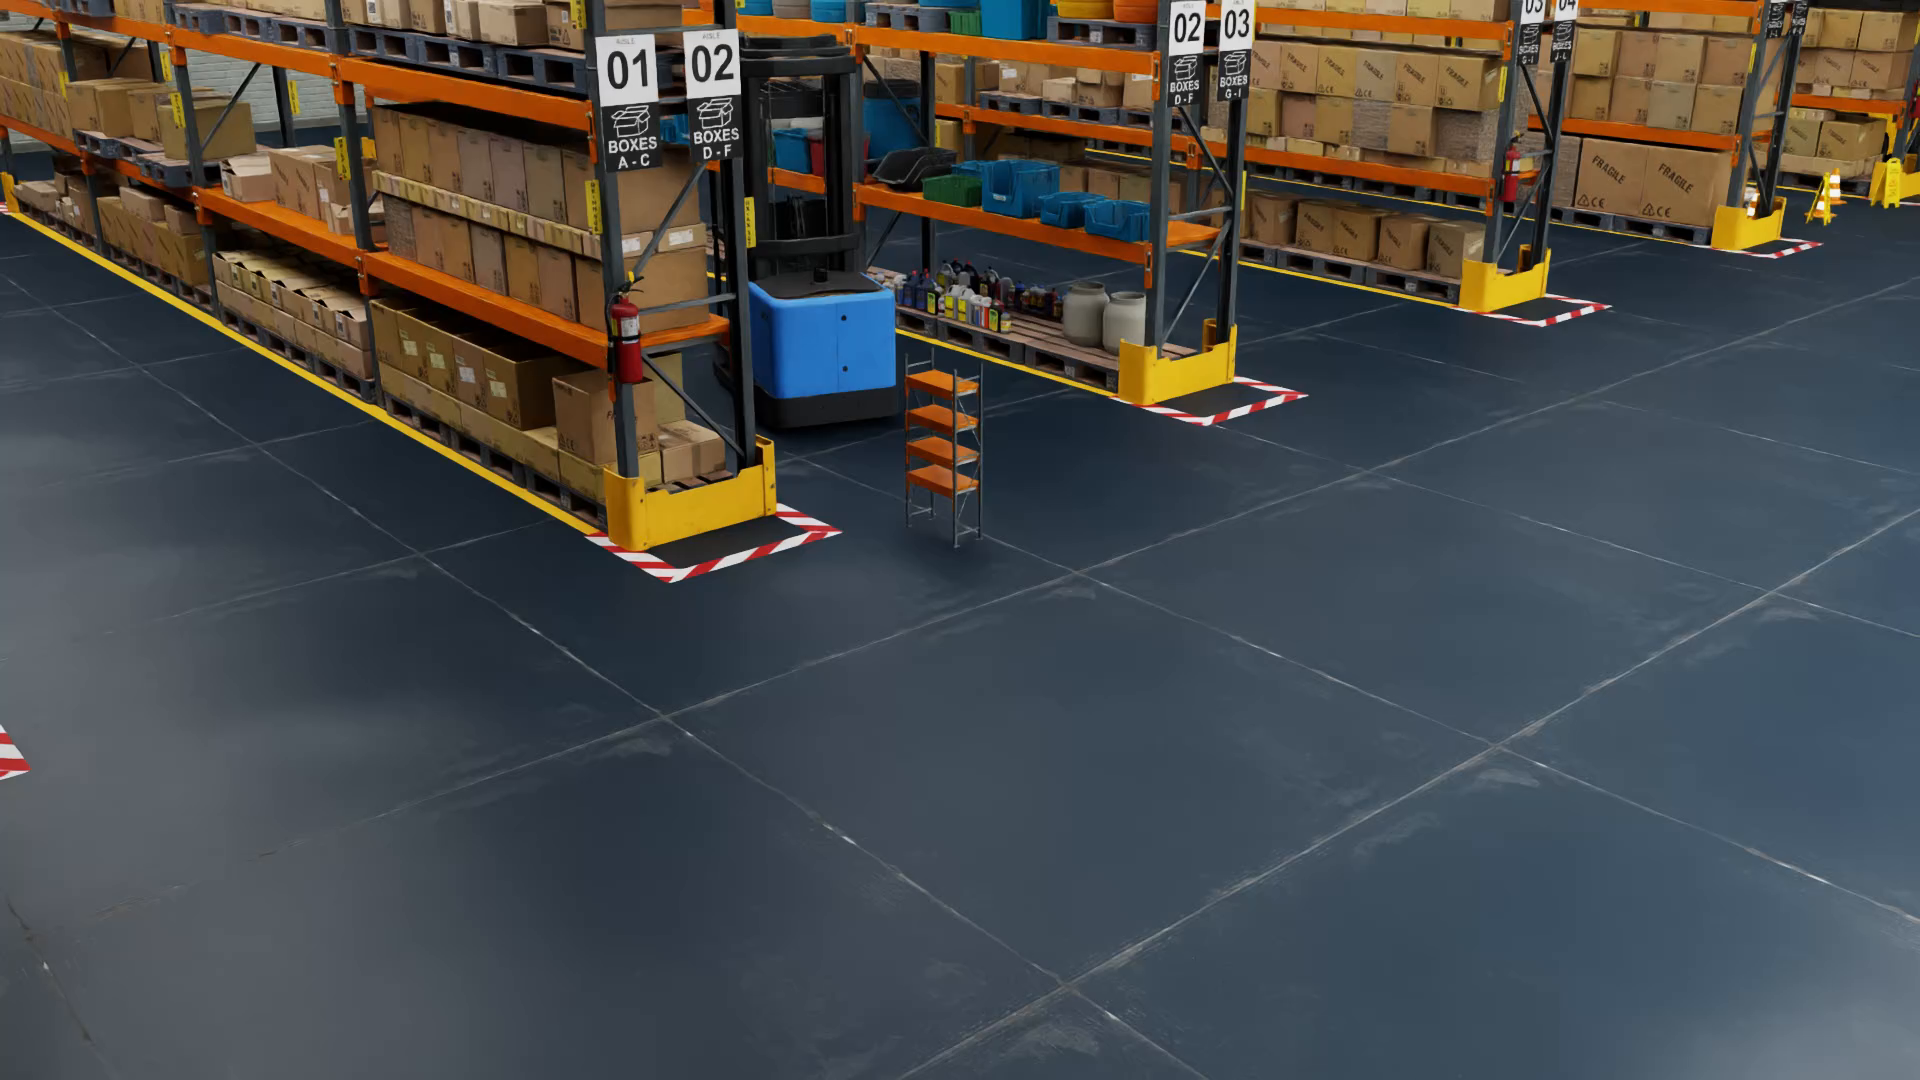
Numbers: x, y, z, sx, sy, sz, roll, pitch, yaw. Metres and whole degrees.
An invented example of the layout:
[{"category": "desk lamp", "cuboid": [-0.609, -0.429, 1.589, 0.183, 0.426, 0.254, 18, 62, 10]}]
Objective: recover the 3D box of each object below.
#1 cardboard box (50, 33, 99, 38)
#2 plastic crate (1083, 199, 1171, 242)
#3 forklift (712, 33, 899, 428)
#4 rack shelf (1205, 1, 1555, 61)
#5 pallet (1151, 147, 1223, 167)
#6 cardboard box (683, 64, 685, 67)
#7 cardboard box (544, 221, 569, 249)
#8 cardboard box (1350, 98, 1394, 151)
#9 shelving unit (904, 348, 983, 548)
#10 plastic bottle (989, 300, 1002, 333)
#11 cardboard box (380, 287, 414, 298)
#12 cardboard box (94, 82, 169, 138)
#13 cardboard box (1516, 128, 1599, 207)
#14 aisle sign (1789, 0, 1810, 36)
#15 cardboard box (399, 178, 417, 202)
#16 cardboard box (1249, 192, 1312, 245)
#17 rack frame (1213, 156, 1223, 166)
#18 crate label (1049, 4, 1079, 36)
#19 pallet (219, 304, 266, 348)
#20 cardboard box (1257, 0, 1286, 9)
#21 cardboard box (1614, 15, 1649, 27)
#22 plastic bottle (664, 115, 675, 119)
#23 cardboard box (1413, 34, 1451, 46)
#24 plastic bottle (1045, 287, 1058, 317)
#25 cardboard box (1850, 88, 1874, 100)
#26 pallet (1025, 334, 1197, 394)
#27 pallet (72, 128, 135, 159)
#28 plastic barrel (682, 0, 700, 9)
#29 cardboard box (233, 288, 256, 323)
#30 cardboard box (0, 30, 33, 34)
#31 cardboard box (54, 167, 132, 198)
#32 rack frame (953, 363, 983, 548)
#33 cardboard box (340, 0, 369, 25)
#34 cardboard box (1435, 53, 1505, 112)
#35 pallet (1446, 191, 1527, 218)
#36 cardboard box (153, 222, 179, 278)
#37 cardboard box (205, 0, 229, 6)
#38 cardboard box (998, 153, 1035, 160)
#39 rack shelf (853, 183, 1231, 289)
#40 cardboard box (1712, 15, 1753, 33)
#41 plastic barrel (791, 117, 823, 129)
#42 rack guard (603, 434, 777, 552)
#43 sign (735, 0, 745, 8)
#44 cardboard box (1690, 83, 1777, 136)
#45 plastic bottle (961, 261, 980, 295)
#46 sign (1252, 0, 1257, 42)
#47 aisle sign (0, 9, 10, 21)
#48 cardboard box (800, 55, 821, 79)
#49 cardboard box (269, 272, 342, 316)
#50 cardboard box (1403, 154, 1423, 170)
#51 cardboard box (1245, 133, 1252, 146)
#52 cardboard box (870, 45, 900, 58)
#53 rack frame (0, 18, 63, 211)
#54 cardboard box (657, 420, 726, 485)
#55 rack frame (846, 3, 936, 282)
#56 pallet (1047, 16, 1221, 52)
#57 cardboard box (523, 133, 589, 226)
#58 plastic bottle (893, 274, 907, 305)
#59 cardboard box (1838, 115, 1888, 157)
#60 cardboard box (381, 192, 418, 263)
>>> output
[{"category": "cardboard box", "cuboid": [-11.081, -6.097, 20.931, 0.500, 0.500, 0.500, -17, 27, -36]}, {"category": "plastic crate", "cuboid": [1.393, -2.680, 13.917, 0.499, 0.251, 0.616, -17, 27, -37]}, {"category": "forklift", "cuboid": [-1.514, -2.744, 13.971, 1.130, 2.935, 3.031, -8, 23, -20]}, {"category": "rack shelf", "cuboid": [4.394, -5.475, 17.724, 1.077, 0.370, 4.000, -17, 27, -37]}, {"category": "pallet", "cuboid": [3.792, -6.142, 26.376, 1.003, 0.211, 1.213, -17, 27, -37]}, {"category": "cardboard box", "cuboid": [-4.427, -7.847, 27.250, 0.380, 0.149, 0.250, -18, 28, -39]}, {"category": "cardboard box", "cuboid": [-2.541, -2.055, 11.092, 0.380, 0.149, 0.250, -18, 28, -38]}, {"category": "cardboard box", "cuboid": [4.650, -4.463, 17.720, 0.875, 0.500, 0.500, -17, 27, -37]}, {"category": "shelving unit", "cuboid": [-0.108, -0.604, 10.882, 0.258, 1.200, 0.503, -17, 27, -37]}, {"category": "plastic bottle", "cuboid": [0.326, -2.053, 15.234, 0.061, 0.283, 0.133, -17, 27, -36]}, {"category": "cardboard box", "cuboid": [-4.823, -2.098, 14.654, 0.500, 0.311, 0.500, -18, 28, -38]}, {"category": "cardboard box", "cuboid": [-9.004, -4.702, 18.164, 0.700, 0.500, 0.500, -13, 25, -29]}, {"category": "cardboard box", "cuboid": [7.860, -4.887, 21.685, 0.875, 0.875, 0.875, -17, 27, -37]}, {"category": "aisle sign", "cuboid": [9.796, -6.276, 19.330, 0.394, 0.787, 0.004, -17, 27, -37]}, {"category": "cardboard box", "cuboid": [-4.057, -2.697, 12.730, 0.380, 0.149, 0.250, -18, 28, -39]}, {"category": "cardboard box", "cuboid": [3.698, -3.721, 19.224, 0.500, 0.500, 0.500, -9, 23, -21]}, {"category": "rack frame", "cuboid": [4.301, -7.224, 25.315, 1.000, 3.000, 0.127, -17, 27, -37]}, {"category": "crate label", "cuboid": [0.975, -4.605, 14.720, 0.502, 0.251, 0.408, -17, 27, -37]}, {"category": "pallet", "cuboid": [-6.522, -2.179, 16.258, 1.003, 0.211, 1.213, -17, 27, -37]}, {"category": "cardboard box", "cuboid": [3.537, -5.963, 18.188, 0.500, 0.250, 0.500, -18, 28, -38]}, {"category": "cardboard box", "cuboid": [10.507, -7.904, 25.930, 0.500, 0.500, 0.500, -17, 27, -36]}, {"category": "plastic bottle", "cuboid": [-3.428, -4.995, 19.794, 0.152, 0.276, 0.135, -17, 27, -37]}, {"category": "cardboard box", "cuboid": [6.583, -6.767, 22.640, 0.700, 0.500, 0.500, -18, 28, -38]}, {"category": "plastic bottle", "cuboid": [0.865, -2.264, 15.773, 0.061, 0.283, 0.133, -17, 27, -37]}, {"category": "cardboard box", "cuboid": [12.551, -6.199, 23.043, 0.380, 0.149, 0.250, -18, 28, -38]}, {"category": "pallet", "cuboid": [1.335, -1.619, 14.828, 1.003, 0.211, 1.213, -17, 27, -37]}, {"category": "pallet", "cuboid": [-9.202, -4.483, 18.580, 1.003, 0.211, 1.213, -17, 27, -37]}, {"category": "plastic barrel", "cuboid": [-2.904, -6.244, 18.012, 0.600, 0.901, 0.600, 0, 21, 0]}, {"category": "cardboard box", "cuboid": [-6.582, -2.276, 15.877, 0.500, 0.250, 0.500, -18, 28, -39]}, {"category": "cardboard box", "cuboid": [-12.162, -6.251, 21.323, 0.500, 0.500, 0.500, -16, 27, -36]}, {"category": "cardboard box", "cuboid": [-10.871, -4.380, 20.872, 0.797, 0.503, 0.637, -17, 27, -37]}, {"category": "rack frame", "cuboid": [0.051, -0.537, 10.710, 0.240, 1.200, 0.015, -17, 27, -37]}, {"category": "cardboard box", "cuboid": [-4.290, -4.111, 12.349, 0.500, 0.500, 0.500, -15, 26, -33]}, {"category": "cardboard box", "cuboid": [5.153, -4.605, 16.712, 0.500, 0.500, 0.500, -17, 27, -37]}, {"category": "pallet", "cuboid": [7.349, -4.592, 22.418, 1.003, 0.211, 1.213, -17, 27, -37]}, {"category": "cardboard box", "cuboid": [-8.156, -3.101, 17.612, 0.500, 0.500, 0.500, -19, 28, -39]}, {"category": "cardboard box", "cuboid": [-6.691, -5.125, 15.472, 0.500, 0.250, 0.500, 20, 29, 41]}, {"category": "cardboard box", "cuboid": [0.930, -4.932, 22.287, 0.700, 0.500, 0.500, -19, 28, -40]}, {"category": "rack shelf", "cuboid": [0.641, -2.900, 15.261, 1.077, 0.370, 4.000, -17, 27, -37]}, {"category": "cardboard box", "cuboid": [11.343, -7.511, 24.132, 0.700, 0.500, 0.500, -18, 28, -39]}, {"category": "plastic barrel", "cuboid": [-1.601, -4.370, 17.841, 0.433, 0.535, 0.433, 0, 21, 0]}, {"category": "rack guard", "cuboid": [-1.792, -0.333, 11.150, 1.175, 0.500, 0.348, -17, 27, -37]}, {"category": "sign", "cuboid": [-1.384, -3.475, 10.323, 0.100, 0.325, 0.005, -17, 27, -37]}, {"category": "cardboard box", "cuboid": [9.246, -5.175, 19.879, 0.875, 0.550, 0.550, -17, 27, -37]}, {"category": "plastic bottle", "cuboid": [0.100, -2.596, 16.529, 0.144, 0.351, 0.185, -19, 28, -40]}, {"category": "sign", "cuboid": [2.366, -4.213, 13.501, 0.100, 0.325, 0.005, -17, 27, -37]}, {"category": "aisle sign", "cuboid": [-12.519, -7.084, 21.392, 0.394, 0.787, 0.004, -17, 27, -37]}, {"category": "cardboard box", "cuboid": [-2.023, -7.036, 24.699, 0.500, 0.500, 0.500, -17, 27, -37]}, {"category": "cardboard box", "cuboid": [-5.894, -2.249, 15.040, 0.500, 0.311, 0.500, -18, 28, -38]}, {"category": "cardboard box", "cuboid": [4.840, -3.972, 17.358, 0.380, 0.149, 0.250, -17, 27, -37]}, {"category": "cardboard box", "cuboid": [3.338, -4.584, 18.918, 0.380, 0.149, 0.250, -17, 27, -37]}, {"category": "cardboard box", "cuboid": [-0.854, -7.155, 23.627, 0.797, 0.503, 0.637, -16, 27, -36]}, {"category": "rack frame", "cuboid": [-12.252, -5.924, 21.997, 1.000, 3.000, 0.127, -17, 27, -37]}, {"category": "cardboard box", "cuboid": [-1.990, -0.620, 11.649, 0.500, 0.250, 0.500, -17, 27, -37]}, {"category": "rack frame", "cuboid": [-0.664, -3.787, 16.540, 1.000, 3.000, 0.127, -17, 27, -37]}, {"category": "pallet", "cuboid": [1.481, -4.243, 13.849, 1.003, 0.211, 1.213, -17, 27, -37]}, {"category": "cardboard box", "cuboid": [-2.485, -2.445, 11.198, 0.700, 0.500, 0.500, -18, 28, -39]}, {"category": "plastic bottle", "cuboid": [-0.556, -2.449, 16.254, 0.152, 0.276, 0.135, -16, 27, -36]}, {"category": "cardboard box", "cuboid": [12.874, -5.780, 23.794, 0.500, 0.500, 0.500, -19, 28, -39]}, {"category": "cardboard box", "cuboid": [-4.125, -2.534, 13.205, 0.700, 0.500, 0.500, -18, 28, -39]}]
